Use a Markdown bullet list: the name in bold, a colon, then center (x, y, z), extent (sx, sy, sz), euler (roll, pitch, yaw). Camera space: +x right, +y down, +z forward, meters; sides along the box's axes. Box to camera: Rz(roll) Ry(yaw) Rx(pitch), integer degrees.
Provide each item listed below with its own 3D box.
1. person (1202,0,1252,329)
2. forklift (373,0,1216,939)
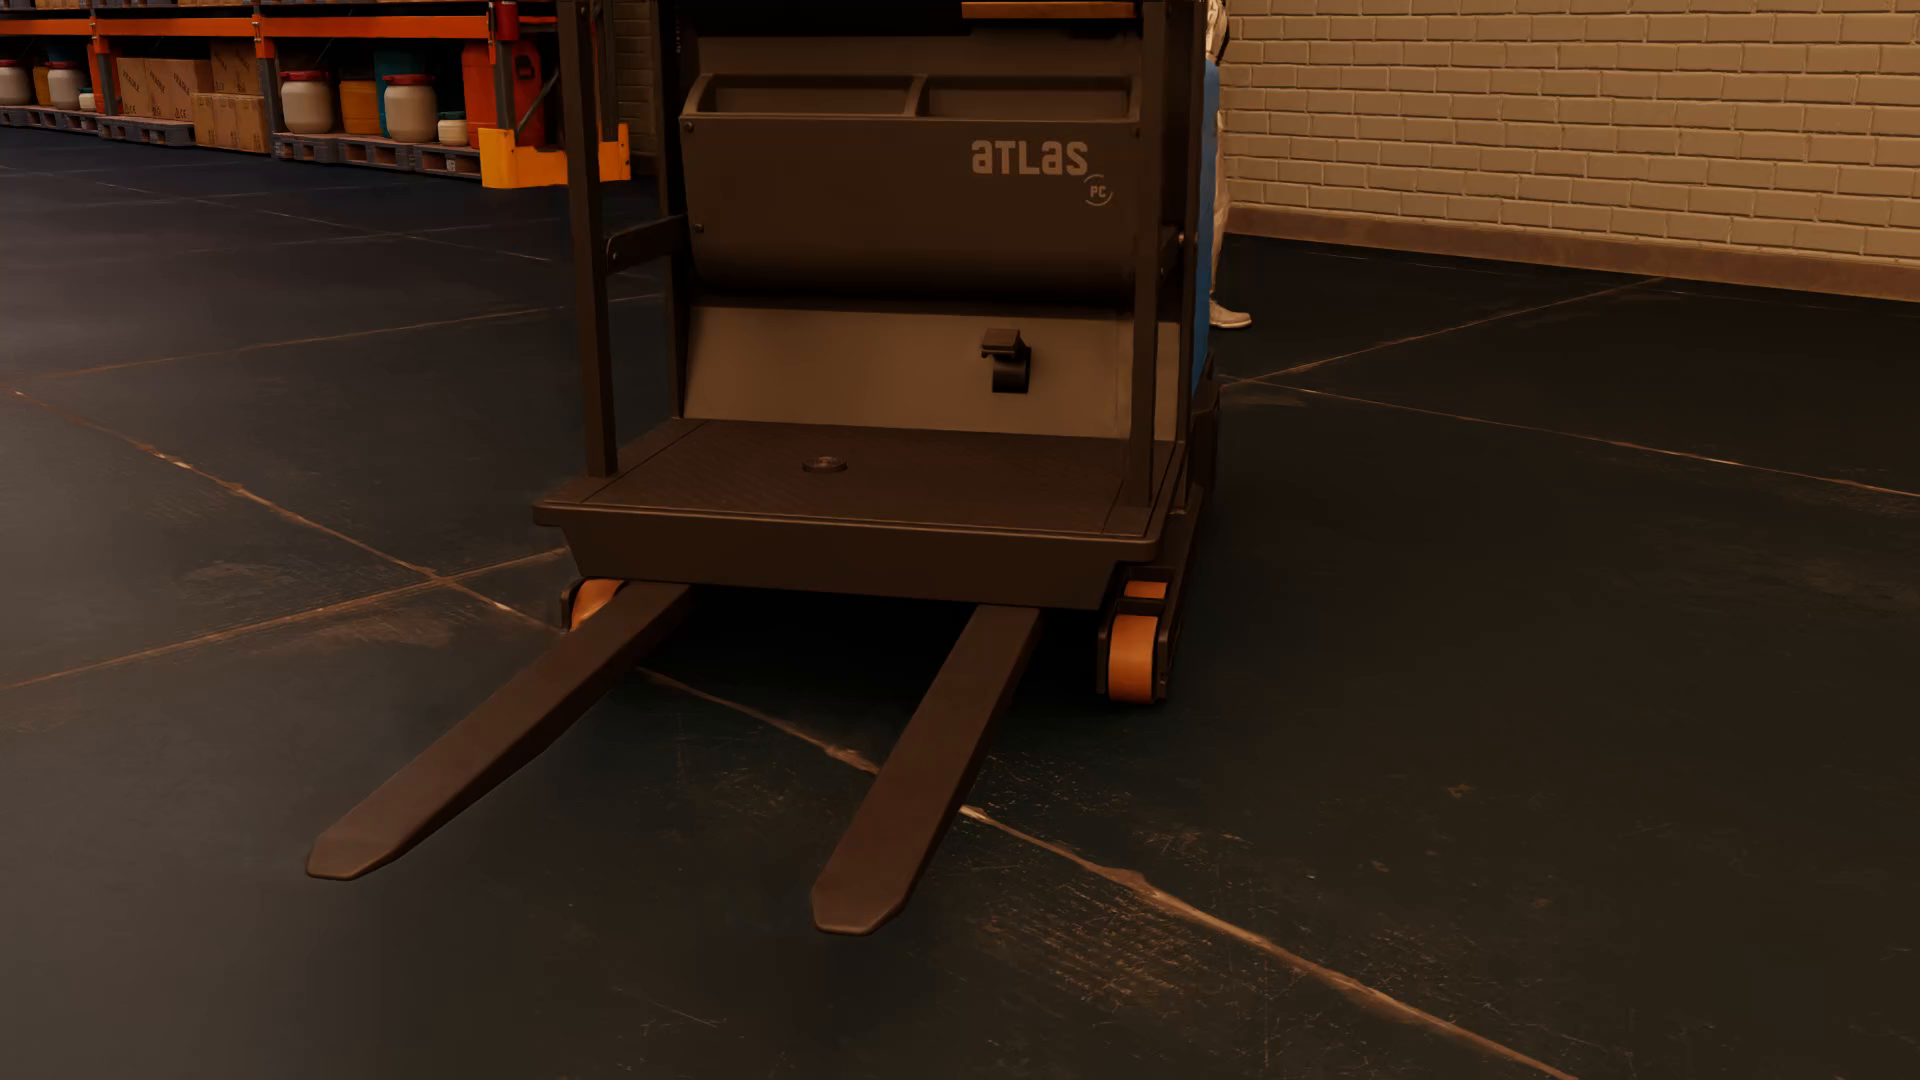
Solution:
- **person**: center (0.950, -1.686, 6.571), extent (0.468, 1.653, 0.687), euler (2, 17, 6)
- **forklift**: center (-0.094, -1.223, 2.886), extent (1.130, 2.935, 3.031), euler (3, 17, 9)
